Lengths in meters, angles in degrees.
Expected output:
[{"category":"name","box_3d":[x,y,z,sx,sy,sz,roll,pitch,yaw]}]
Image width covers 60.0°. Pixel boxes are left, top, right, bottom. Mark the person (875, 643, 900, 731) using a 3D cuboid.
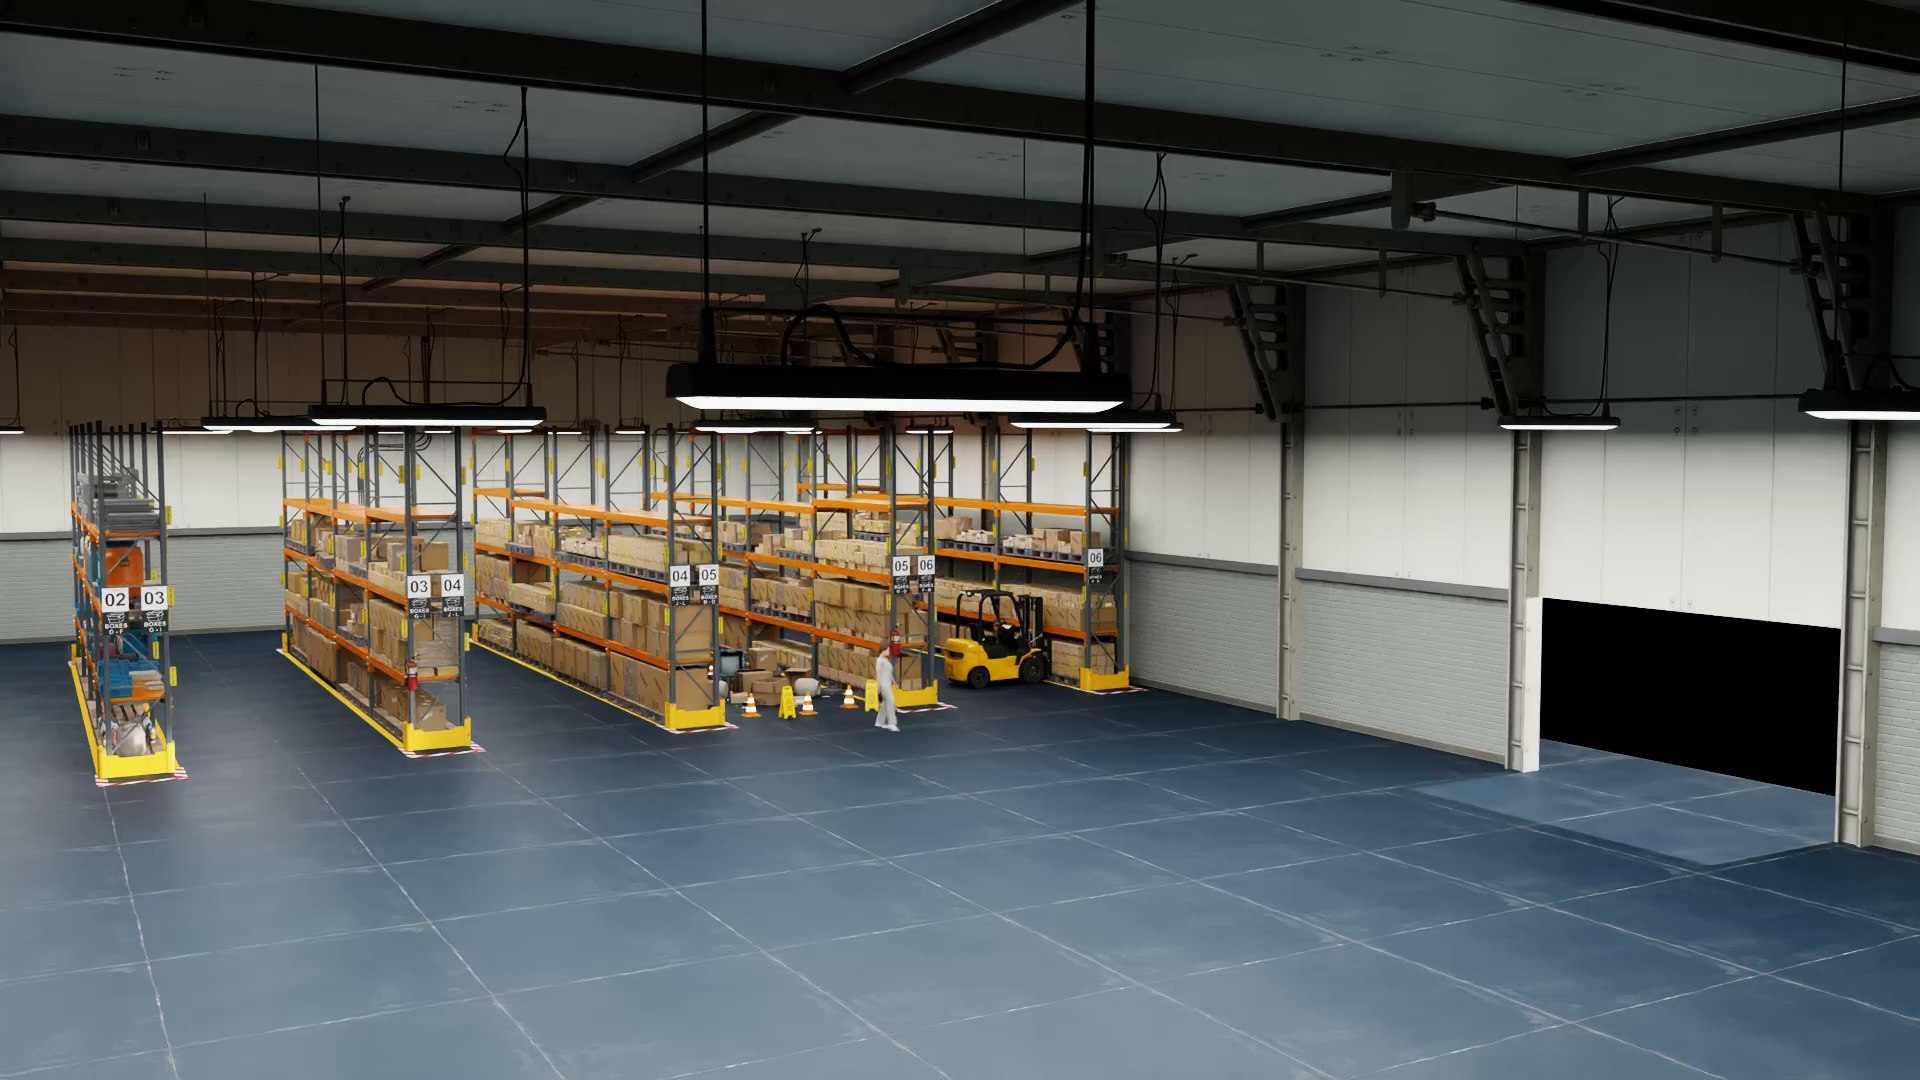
[{"category":"person","box_3d":[-1.400,2.889,32.619,0.591,1.720,0.466,1,4,15]}]
